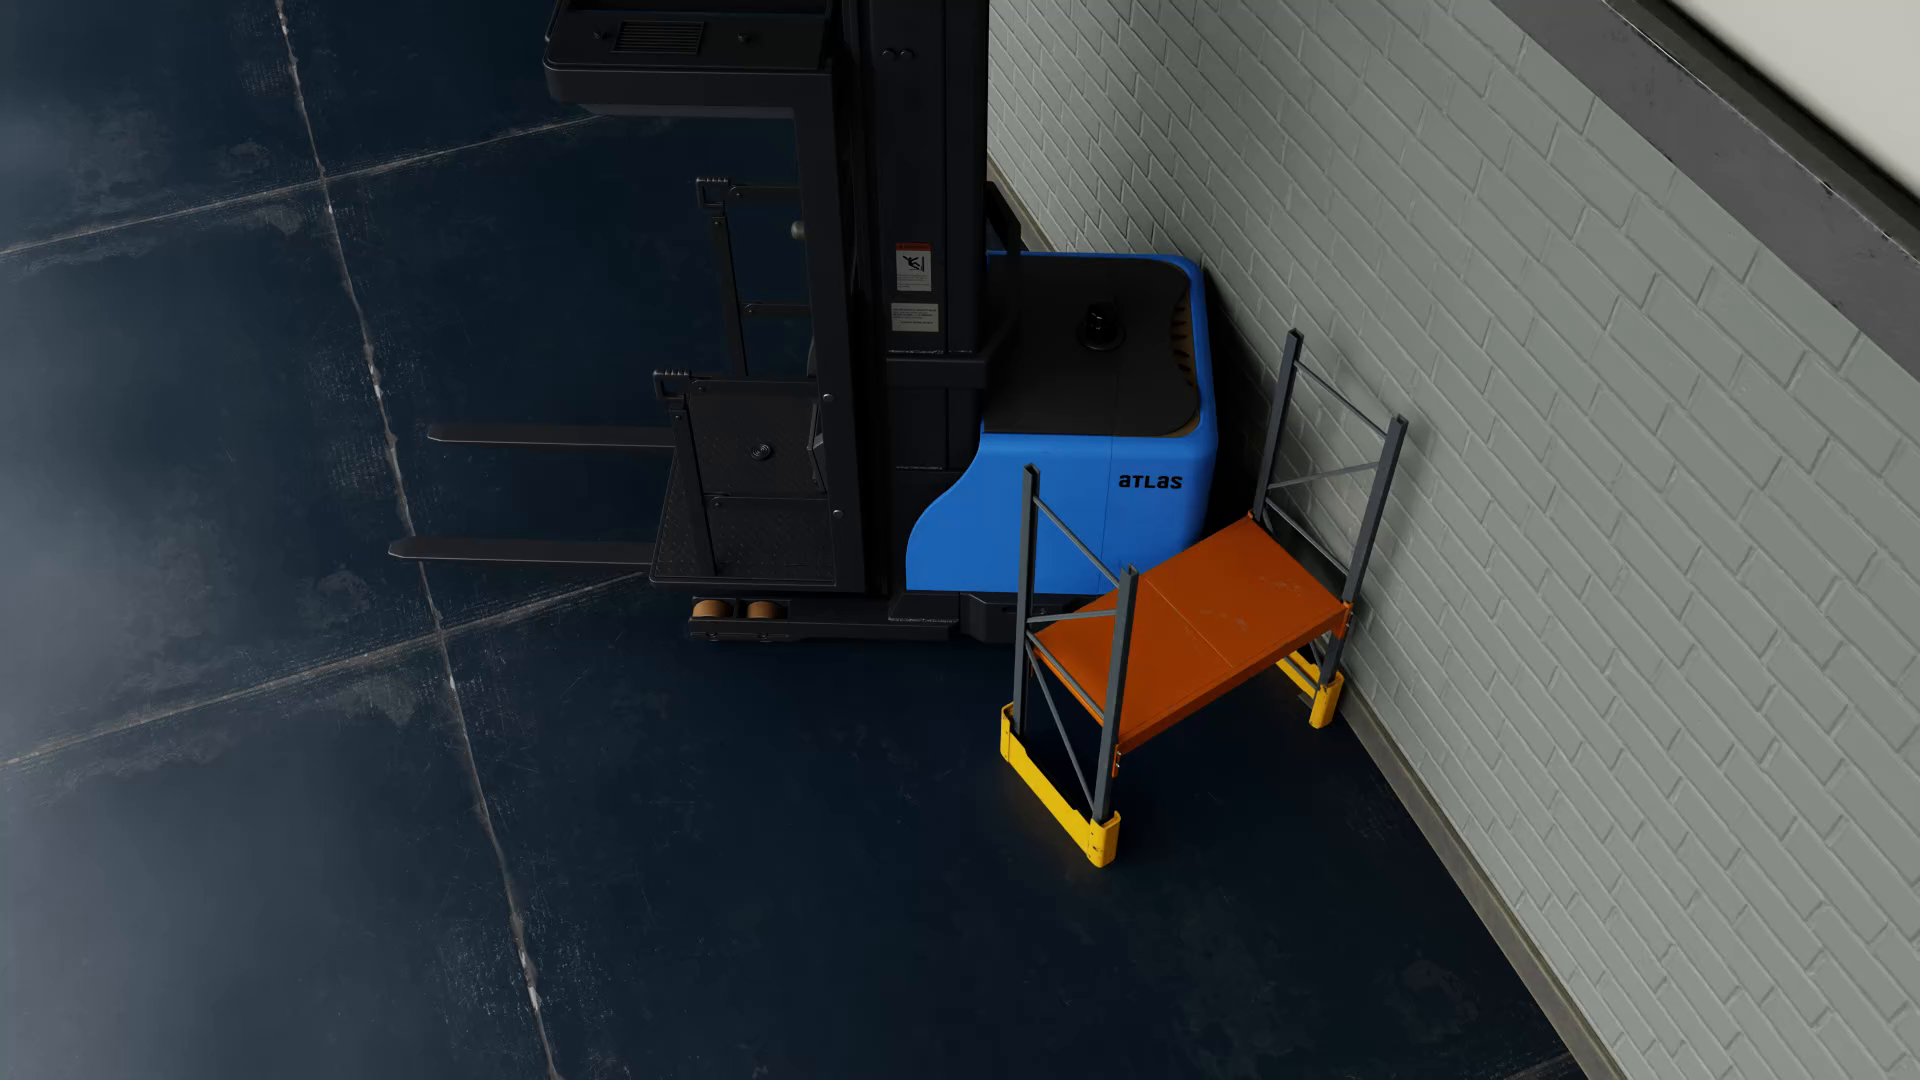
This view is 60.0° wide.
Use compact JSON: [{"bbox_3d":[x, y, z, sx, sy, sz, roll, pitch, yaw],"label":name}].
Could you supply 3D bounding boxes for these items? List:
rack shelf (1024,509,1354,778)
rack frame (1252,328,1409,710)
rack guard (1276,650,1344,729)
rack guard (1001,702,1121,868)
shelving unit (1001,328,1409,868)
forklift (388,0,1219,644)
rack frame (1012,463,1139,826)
[{"bbox_3d":[0.755,0.326,5.560,1.000,0.185,0.538,-28,55,-22],"label":"rack shelf"},{"bbox_3d":[1.173,-0.010,5.611,0.032,1.500,0.500,-28,55,-22],"label":"rack frame"},{"bbox_3d":[1.157,0.405,6.078,0.087,0.250,0.587,-28,55,-22],"label":"rack guard"},{"bbox_3d":[0.337,0.834,5.710,0.087,0.250,0.587,-28,55,-22],"label":"rack guard"},{"bbox_3d":[0.747,0.212,5.420,1.083,1.500,0.587,-28,55,-22],"label":"shelving unit"},{"bbox_3d":[-0.629,-0.971,5.493,3.031,2.935,1.130,1,49,1],"label":"forklift"},{"bbox_3d":[0.336,0.427,5.235,0.032,1.500,0.500,-28,55,-22],"label":"rack frame"}]
